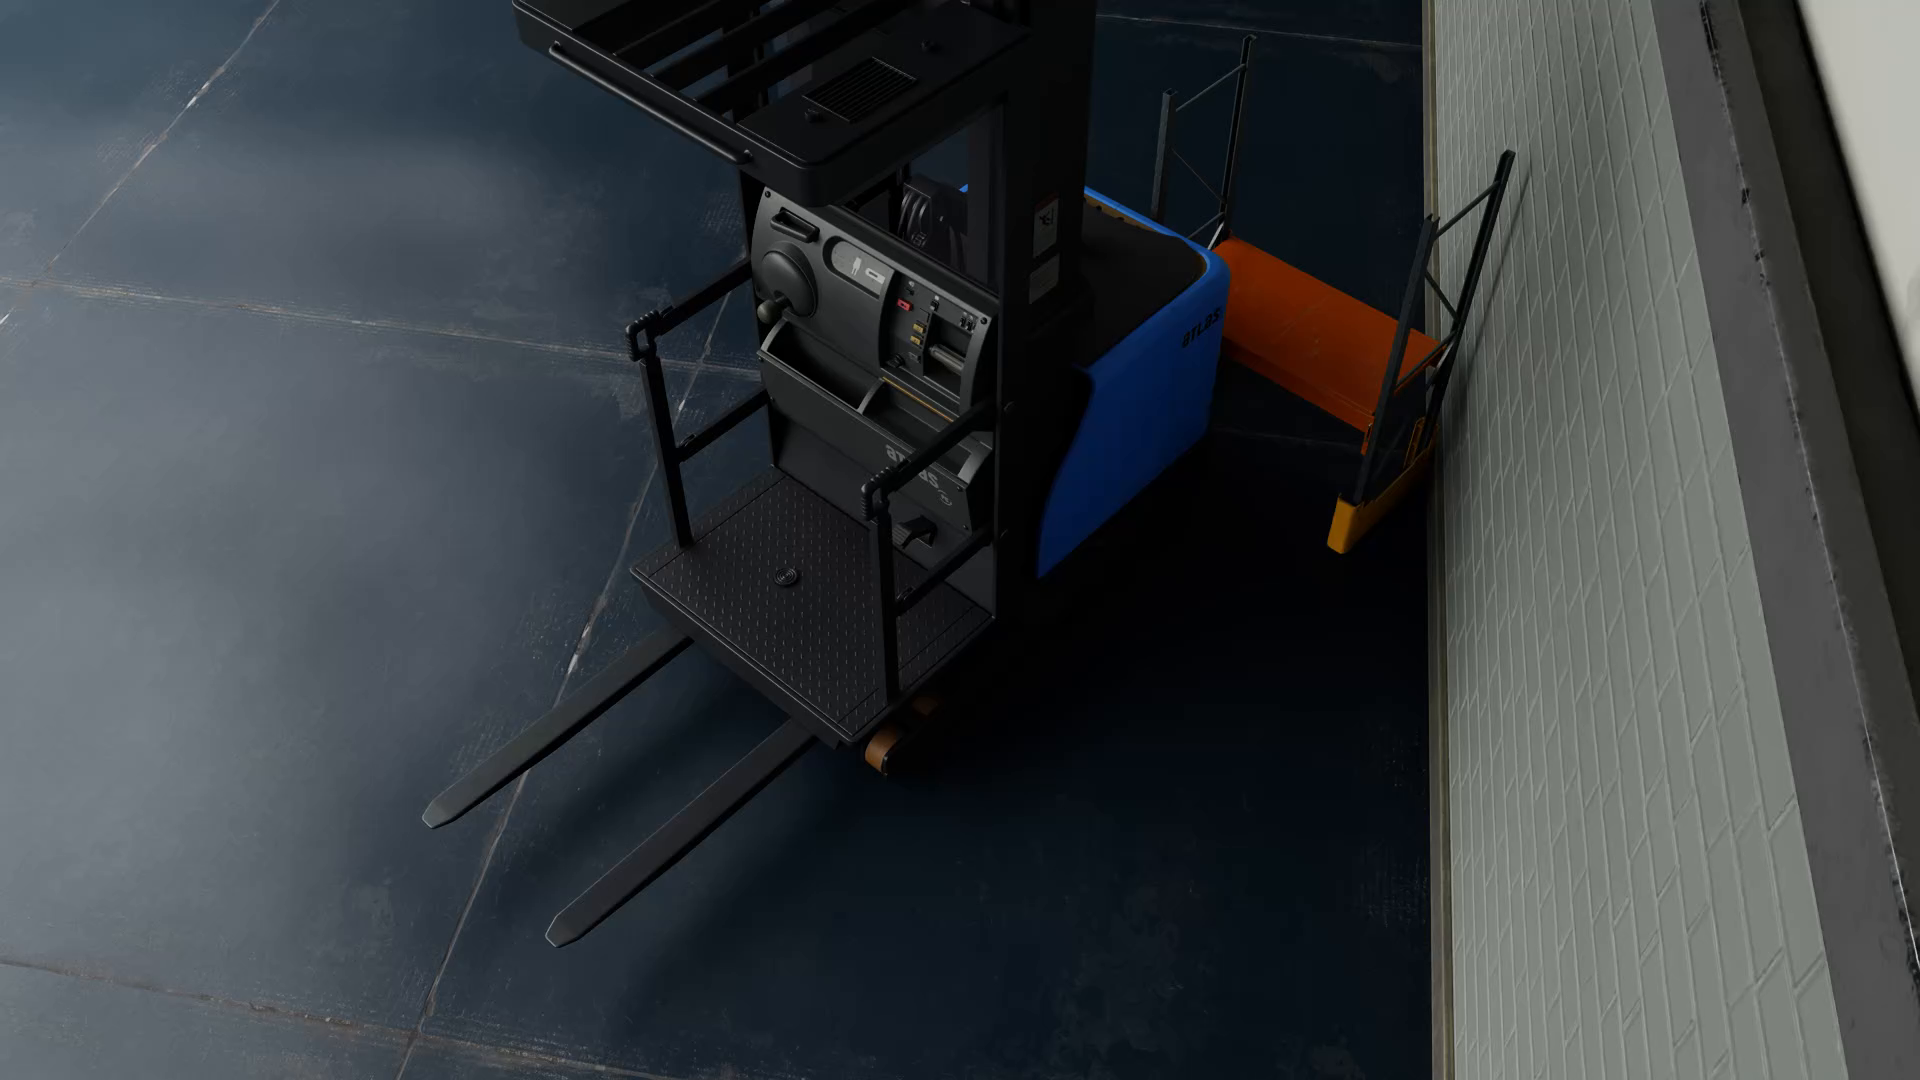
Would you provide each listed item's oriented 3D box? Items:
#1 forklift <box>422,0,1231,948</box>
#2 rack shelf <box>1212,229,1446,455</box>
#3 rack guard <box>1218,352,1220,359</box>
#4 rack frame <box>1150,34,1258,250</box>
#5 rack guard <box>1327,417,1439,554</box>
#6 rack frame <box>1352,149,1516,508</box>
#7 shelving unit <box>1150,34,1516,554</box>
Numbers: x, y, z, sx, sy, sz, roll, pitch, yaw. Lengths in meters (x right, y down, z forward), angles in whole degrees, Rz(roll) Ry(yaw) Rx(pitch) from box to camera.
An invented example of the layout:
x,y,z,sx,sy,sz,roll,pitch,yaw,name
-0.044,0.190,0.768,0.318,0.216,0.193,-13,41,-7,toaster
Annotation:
x,y,z,sx,sy,sz,roll,pitch,yaw,name
-0.417,-0.636,4.851,1.130,2.935,3.031,34,56,27,forklift
1.236,-0.752,6.159,1.000,0.185,0.538,34,57,27,rack shelf
0.863,-0.709,6.719,0.087,0.250,0.587,34,57,27,rack guard
0.862,-1.128,6.255,0.032,1.500,0.500,34,57,27,rack frame
1.596,-0.208,6.269,0.087,0.250,0.587,34,57,27,rack guard
1.610,-0.616,5.795,0.032,1.500,0.500,34,57,27,rack frame
1.229,-0.876,6.029,1.083,1.500,0.587,34,57,27,shelving unit
